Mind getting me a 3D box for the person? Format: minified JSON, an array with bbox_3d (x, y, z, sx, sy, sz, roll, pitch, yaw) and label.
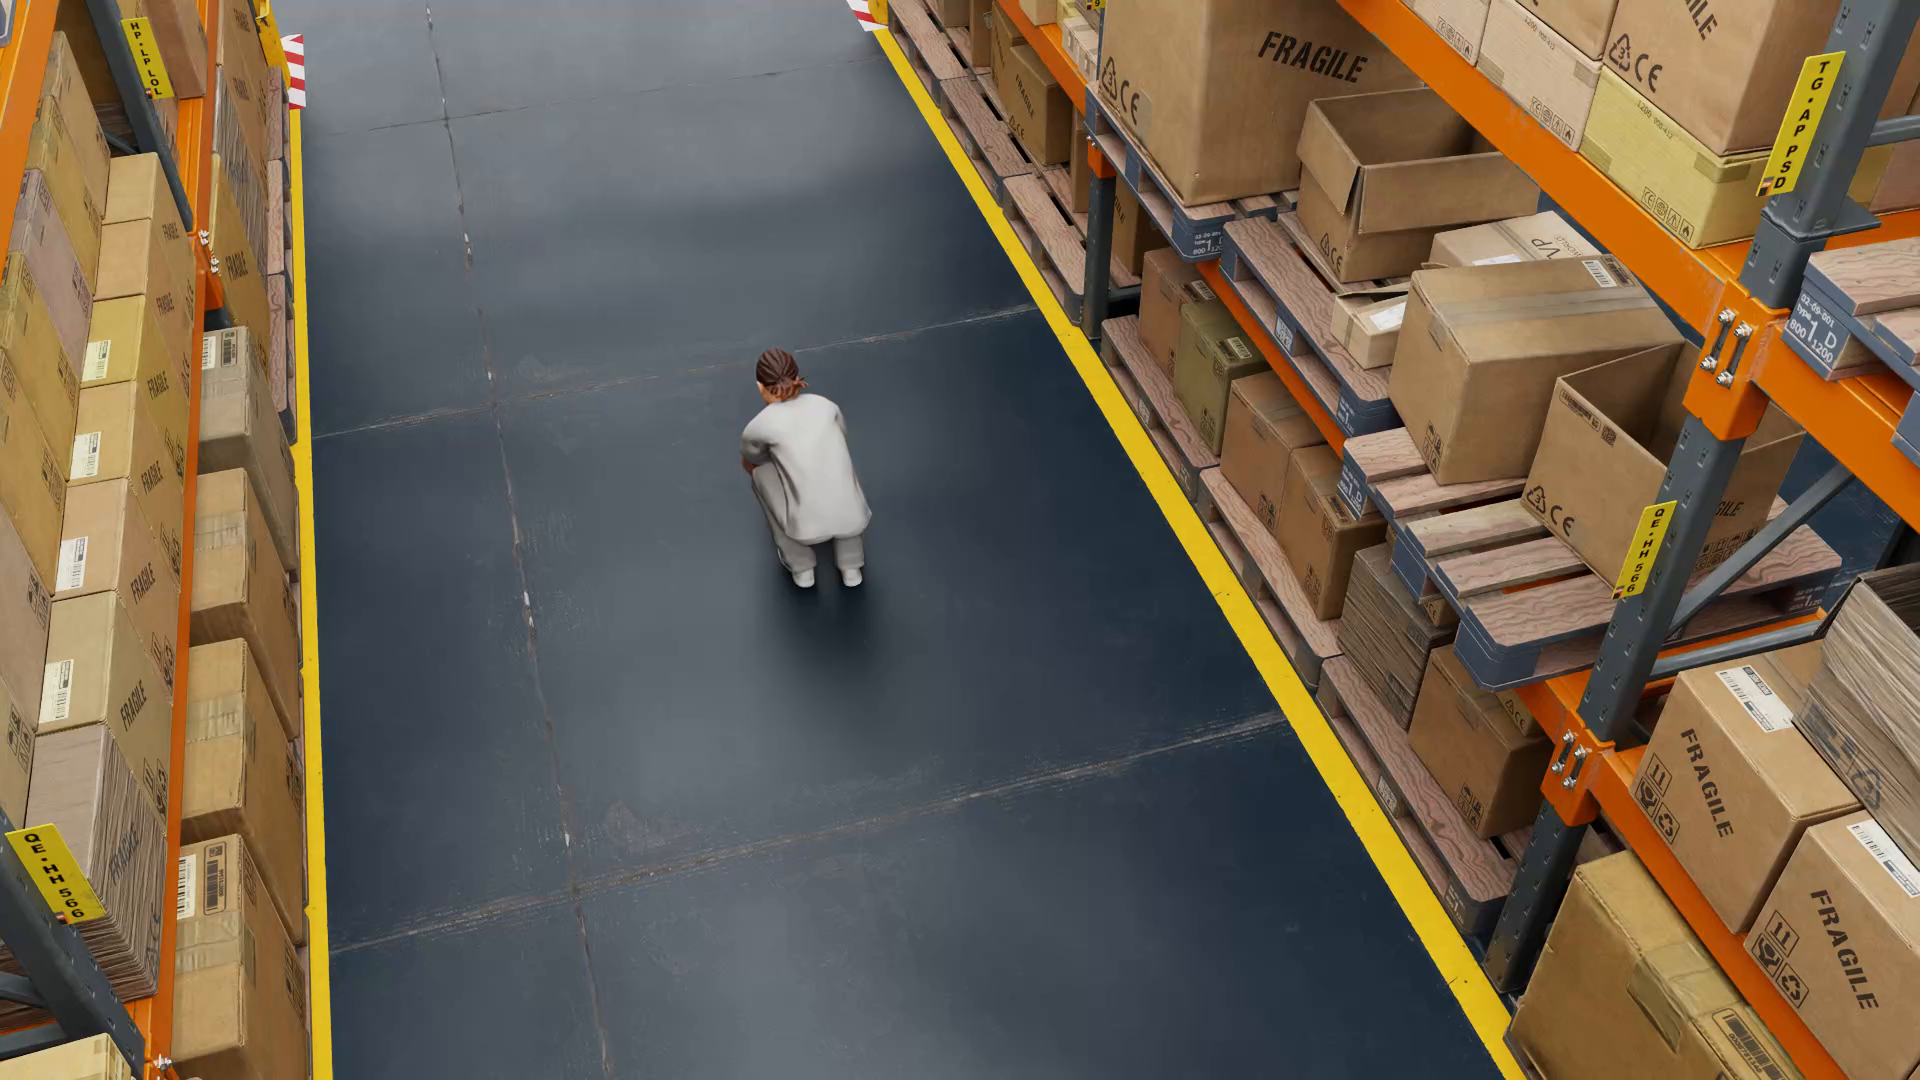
[{"bbox_3d":[-0.658,-0.285,7.026,0.491,0.936,0.793,-12,44,-13],"label":"person"}]
